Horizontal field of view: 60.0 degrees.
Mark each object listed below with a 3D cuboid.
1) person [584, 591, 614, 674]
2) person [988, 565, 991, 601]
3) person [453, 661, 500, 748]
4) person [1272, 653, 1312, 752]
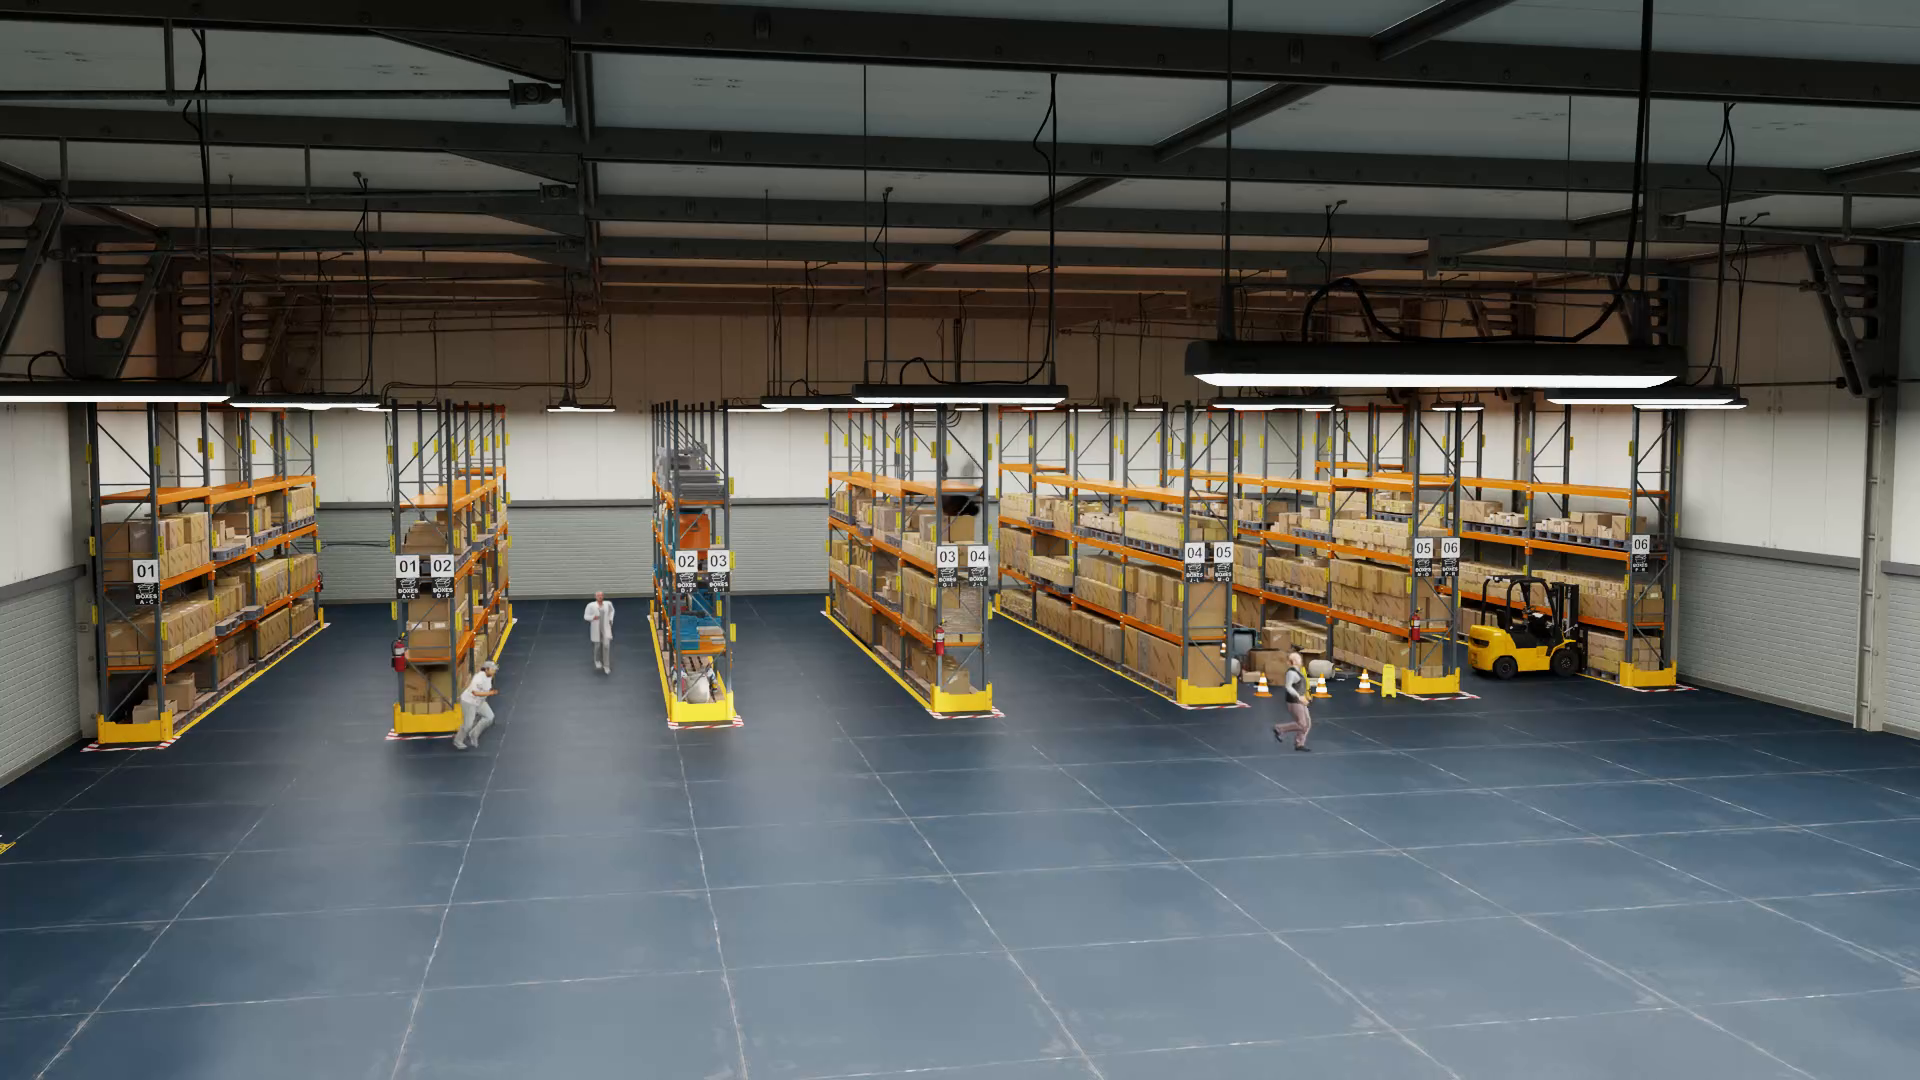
[{"bbox_3d":[-8.019,2.035,37.049,0.697,1.831,0.966,-2,5,-20],"label":"person"},{"bbox_3d":[0.719,1.243,49.440,0.582,1.552,0.590,-3,5,-34],"label":"person"},{"bbox_3d":[-8.279,2.809,28.549,0.911,1.516,0.638,1,4,15],"label":"person"},{"bbox_3d":[5.673,2.753,28.300,0.660,1.678,0.670,2,5,21],"label":"person"}]
